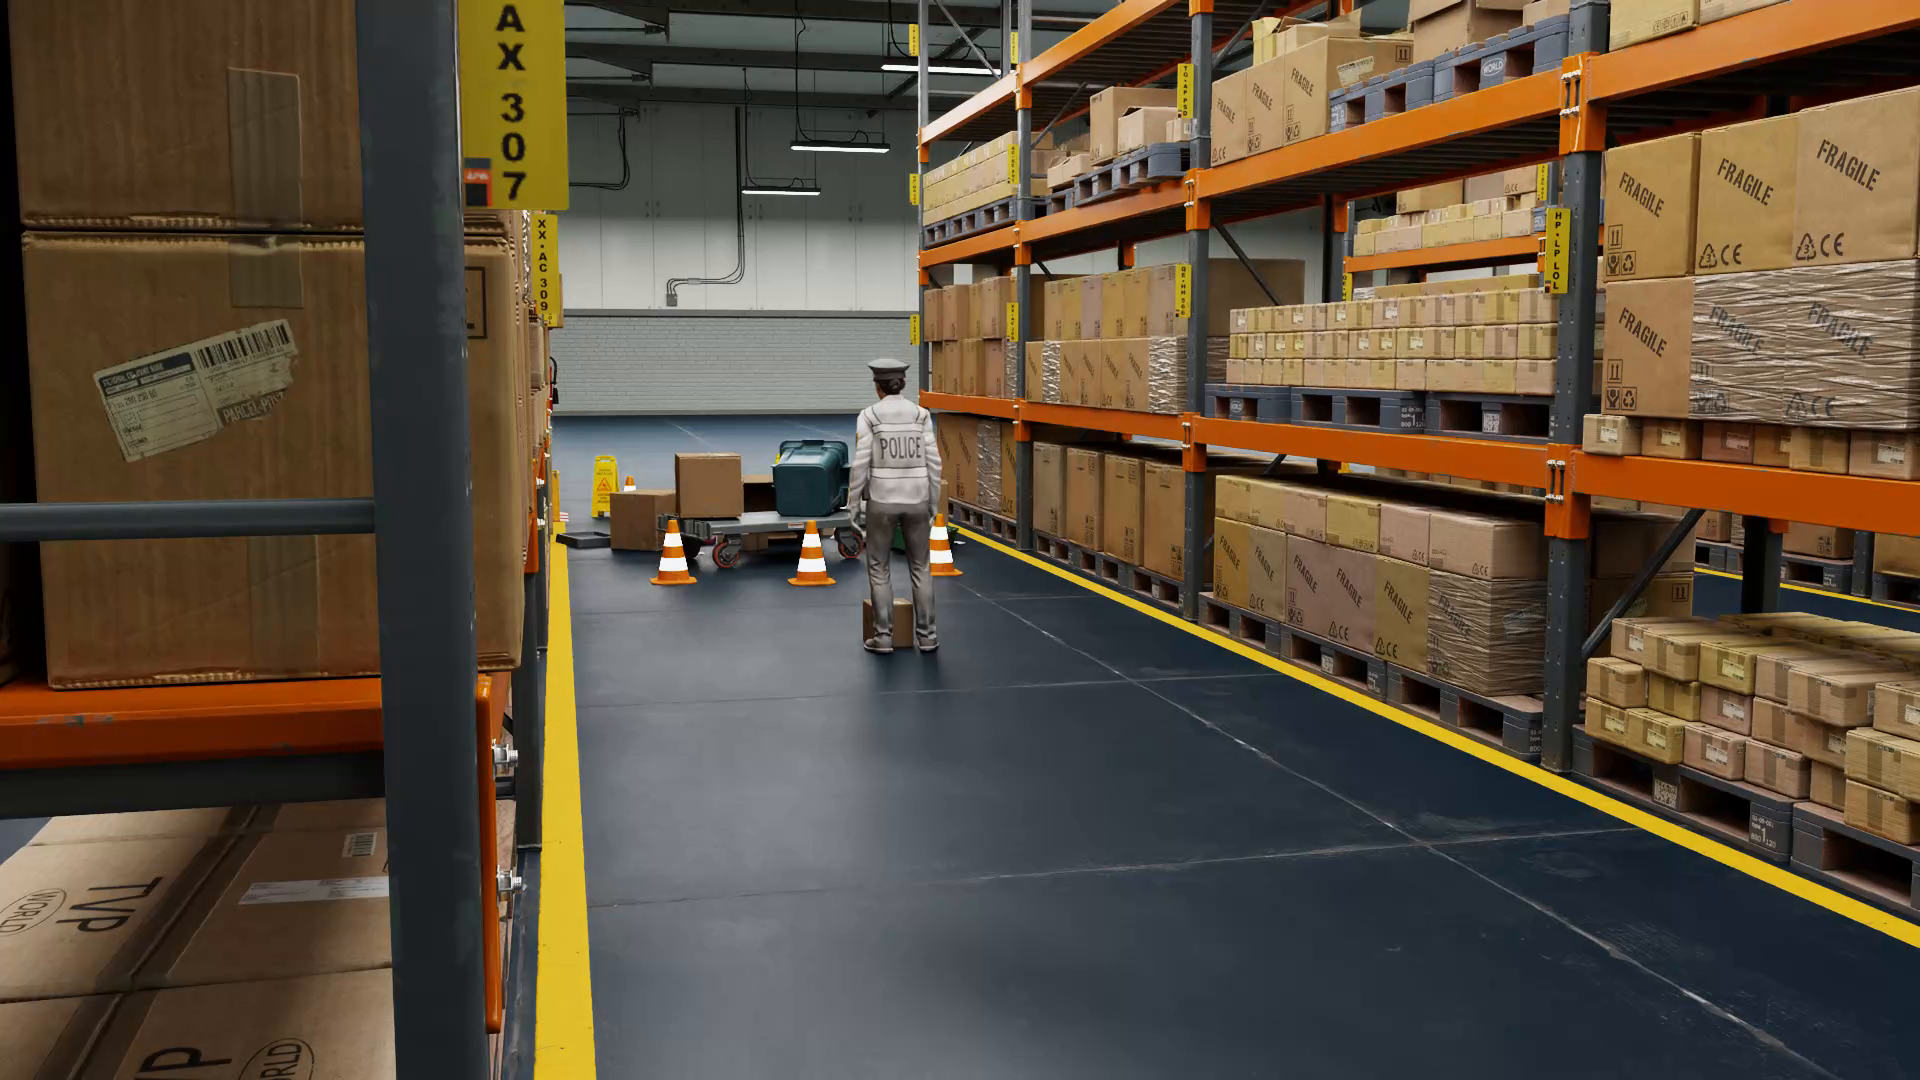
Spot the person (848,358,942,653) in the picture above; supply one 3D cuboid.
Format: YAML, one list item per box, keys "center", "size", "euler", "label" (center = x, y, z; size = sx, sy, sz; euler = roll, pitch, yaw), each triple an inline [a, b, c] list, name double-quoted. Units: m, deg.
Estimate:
- center: [-0.359, -0.193, 9.421]
  size: [0.533, 1.667, 0.369]
  euler: [-2, 6, -16]
  label: "person"
